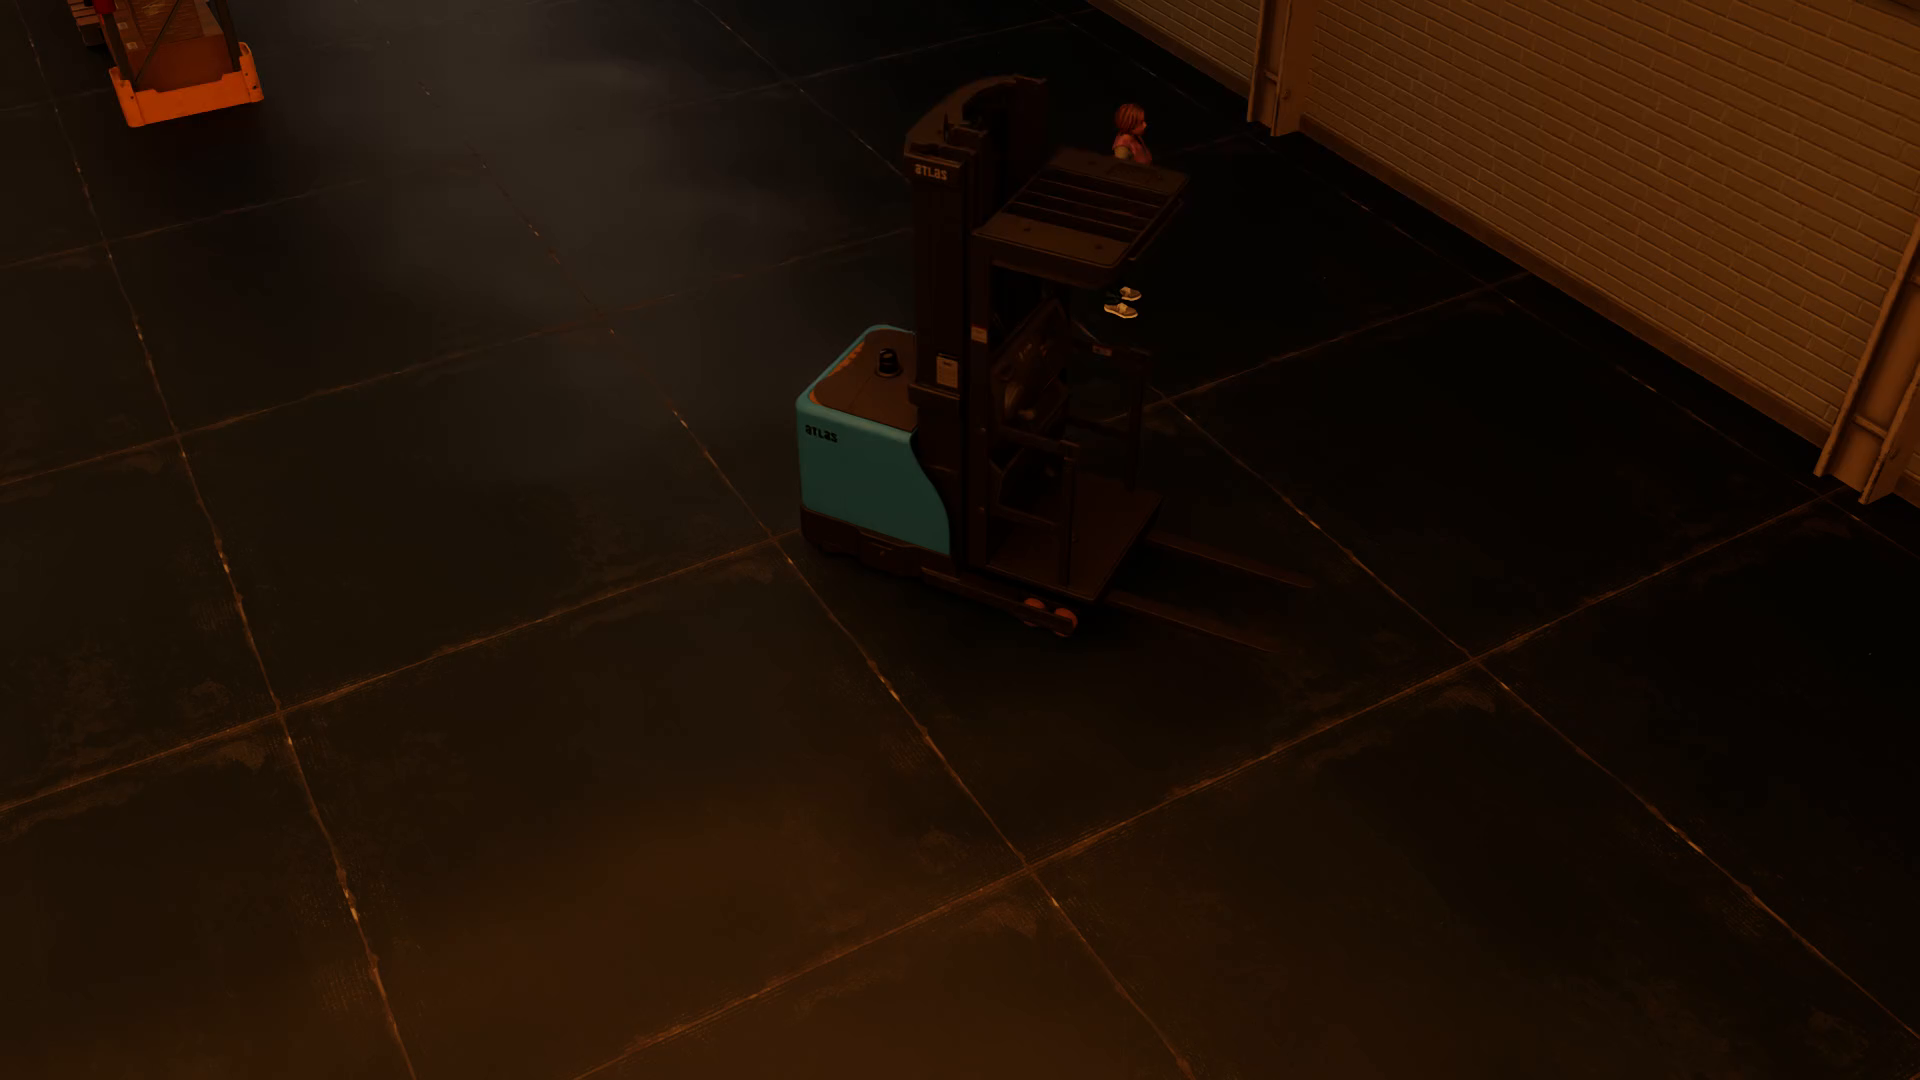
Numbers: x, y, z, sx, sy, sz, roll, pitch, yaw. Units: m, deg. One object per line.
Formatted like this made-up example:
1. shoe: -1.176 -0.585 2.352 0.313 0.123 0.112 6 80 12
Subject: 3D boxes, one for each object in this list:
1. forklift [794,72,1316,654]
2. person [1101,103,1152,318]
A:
1. forklift: 0.573 -0.957 9.190 3.031 2.935 1.130 18 43 20
2. person: 1.199 -2.386 11.958 0.319 1.601 0.405 9 40 10
